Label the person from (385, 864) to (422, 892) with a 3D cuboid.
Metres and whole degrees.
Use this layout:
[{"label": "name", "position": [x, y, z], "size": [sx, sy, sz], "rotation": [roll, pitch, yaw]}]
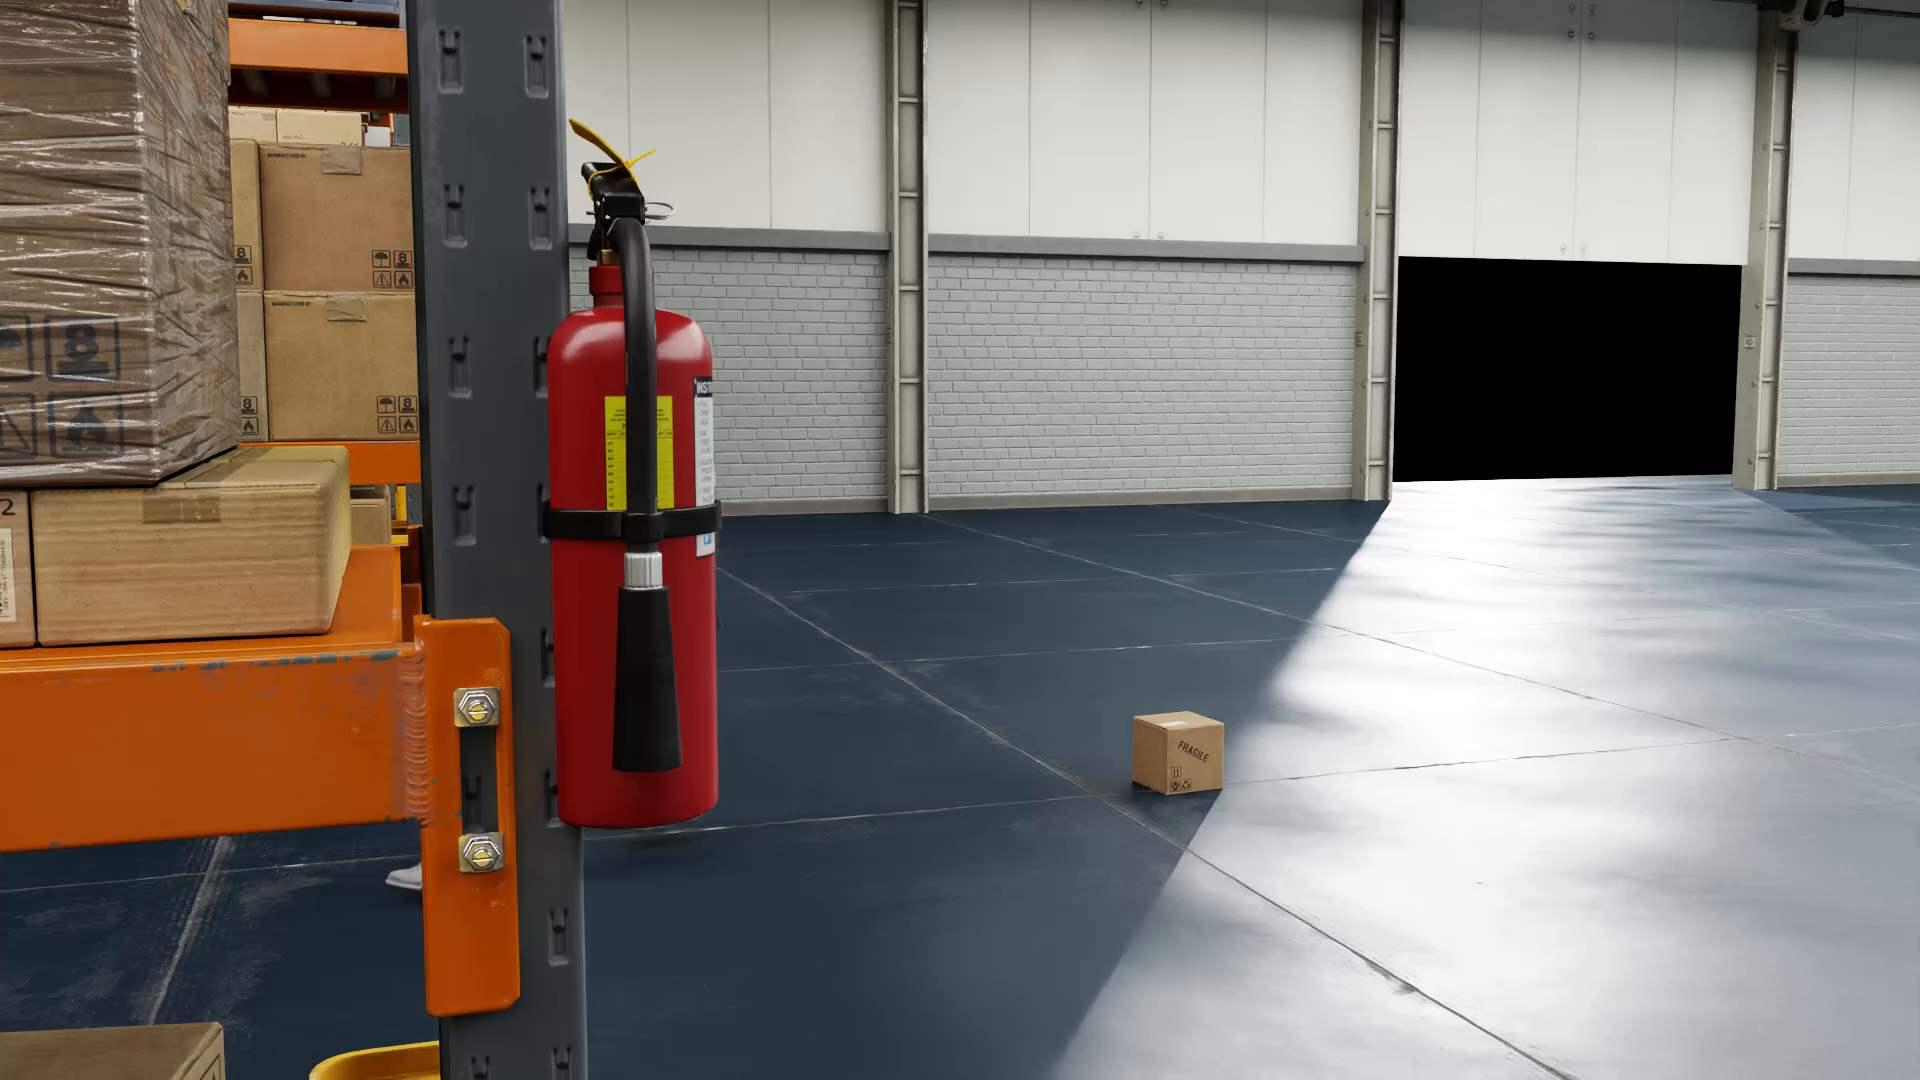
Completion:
[{"label": "person", "position": [-1.378, 0.158, 5.071], "size": [0.842, 1.741, 0.575], "rotation": [-4, 7, -37]}]
